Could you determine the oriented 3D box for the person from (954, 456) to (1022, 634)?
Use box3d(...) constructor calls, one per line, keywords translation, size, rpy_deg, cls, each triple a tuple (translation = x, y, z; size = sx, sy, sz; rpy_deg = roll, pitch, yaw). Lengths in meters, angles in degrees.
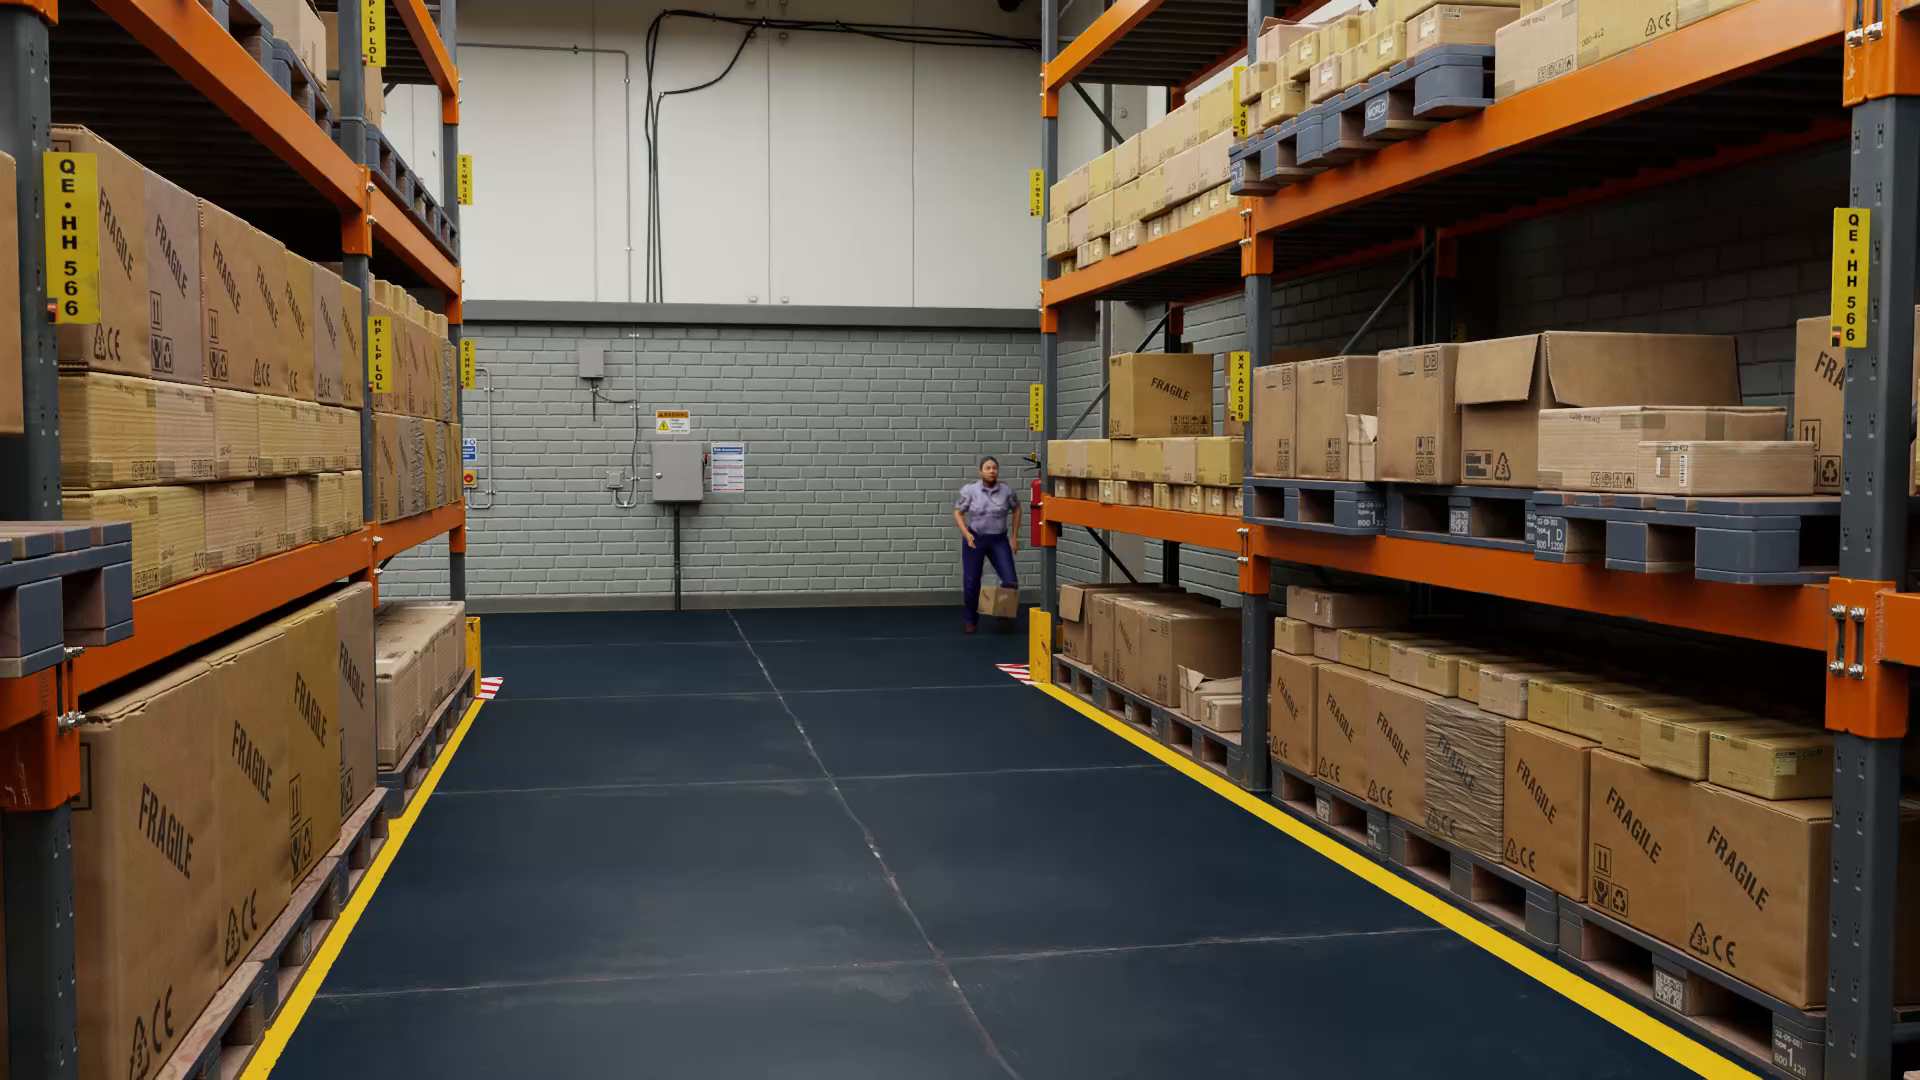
box3d(translation=(0.250, 0.046, 14.717), size=(0.623, 1.584, 0.585), rpy_deg=(0, 3, -7), cls="person")
